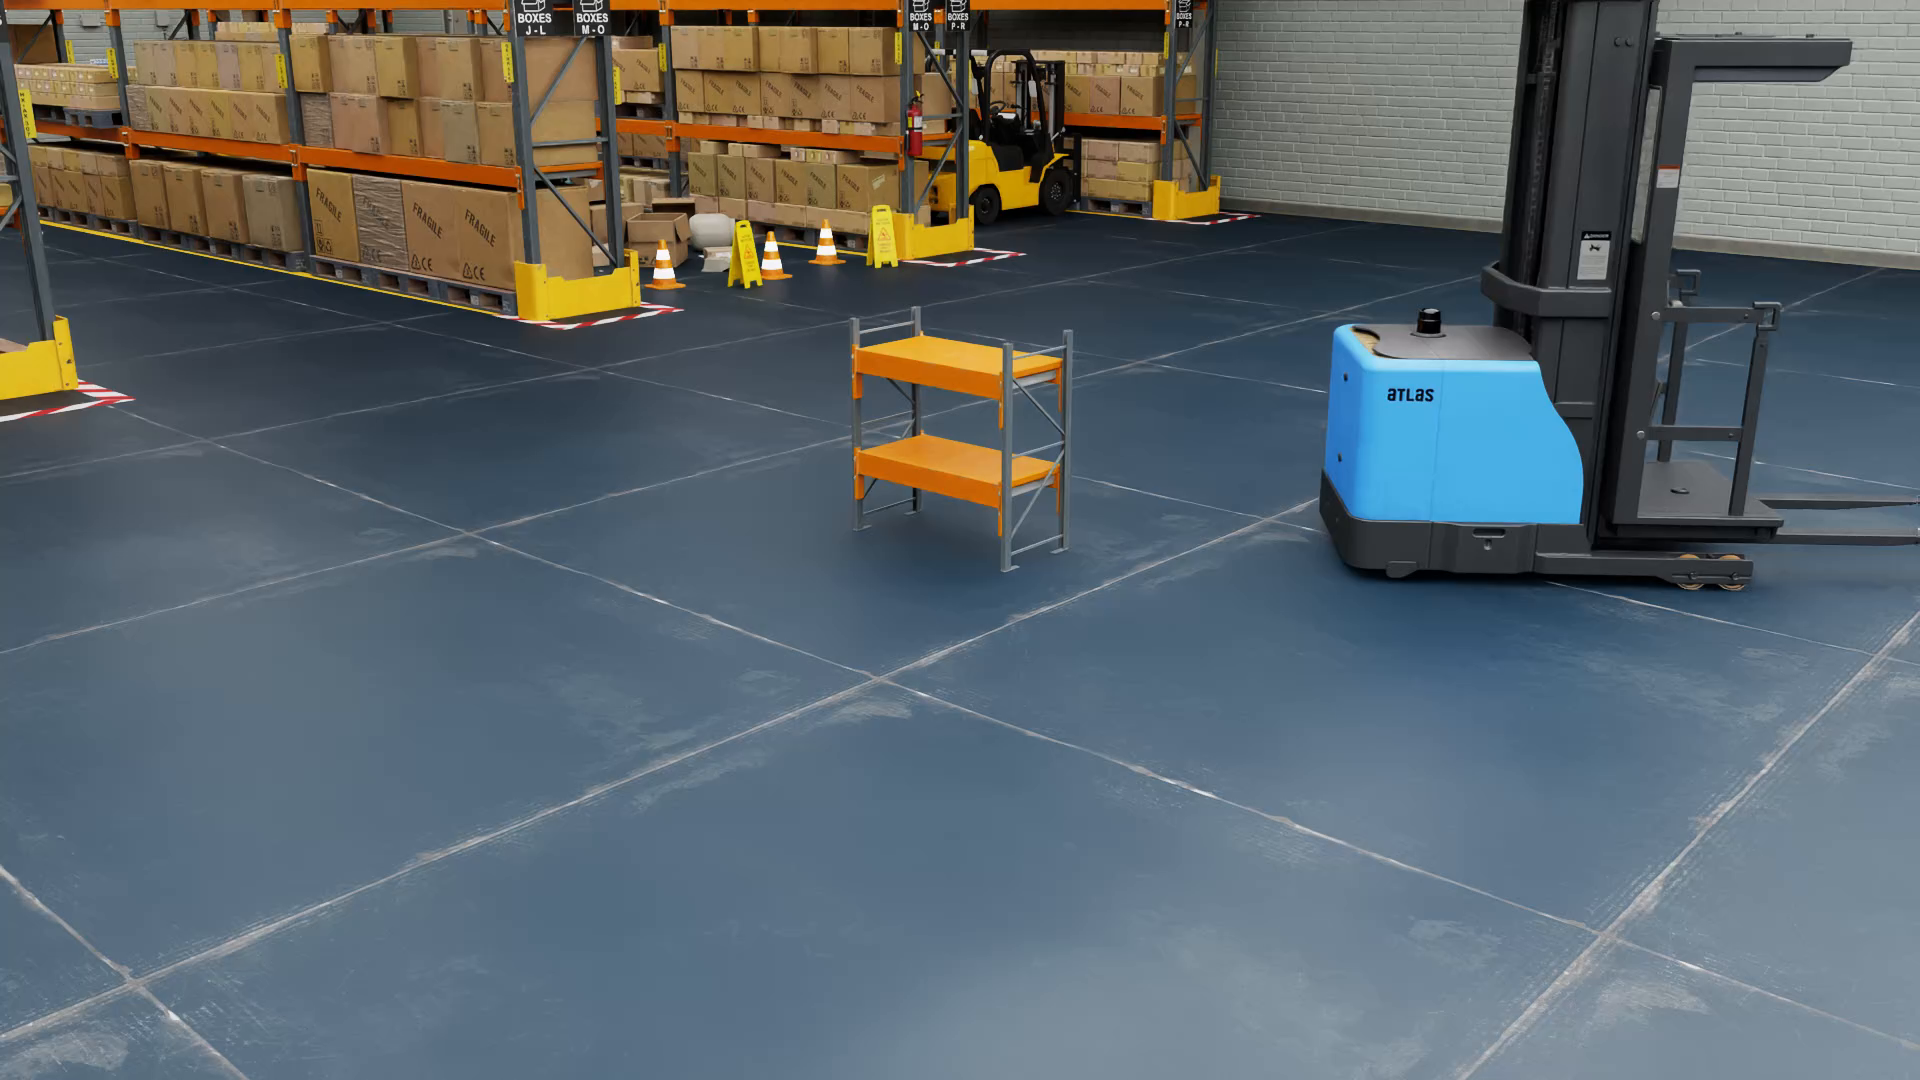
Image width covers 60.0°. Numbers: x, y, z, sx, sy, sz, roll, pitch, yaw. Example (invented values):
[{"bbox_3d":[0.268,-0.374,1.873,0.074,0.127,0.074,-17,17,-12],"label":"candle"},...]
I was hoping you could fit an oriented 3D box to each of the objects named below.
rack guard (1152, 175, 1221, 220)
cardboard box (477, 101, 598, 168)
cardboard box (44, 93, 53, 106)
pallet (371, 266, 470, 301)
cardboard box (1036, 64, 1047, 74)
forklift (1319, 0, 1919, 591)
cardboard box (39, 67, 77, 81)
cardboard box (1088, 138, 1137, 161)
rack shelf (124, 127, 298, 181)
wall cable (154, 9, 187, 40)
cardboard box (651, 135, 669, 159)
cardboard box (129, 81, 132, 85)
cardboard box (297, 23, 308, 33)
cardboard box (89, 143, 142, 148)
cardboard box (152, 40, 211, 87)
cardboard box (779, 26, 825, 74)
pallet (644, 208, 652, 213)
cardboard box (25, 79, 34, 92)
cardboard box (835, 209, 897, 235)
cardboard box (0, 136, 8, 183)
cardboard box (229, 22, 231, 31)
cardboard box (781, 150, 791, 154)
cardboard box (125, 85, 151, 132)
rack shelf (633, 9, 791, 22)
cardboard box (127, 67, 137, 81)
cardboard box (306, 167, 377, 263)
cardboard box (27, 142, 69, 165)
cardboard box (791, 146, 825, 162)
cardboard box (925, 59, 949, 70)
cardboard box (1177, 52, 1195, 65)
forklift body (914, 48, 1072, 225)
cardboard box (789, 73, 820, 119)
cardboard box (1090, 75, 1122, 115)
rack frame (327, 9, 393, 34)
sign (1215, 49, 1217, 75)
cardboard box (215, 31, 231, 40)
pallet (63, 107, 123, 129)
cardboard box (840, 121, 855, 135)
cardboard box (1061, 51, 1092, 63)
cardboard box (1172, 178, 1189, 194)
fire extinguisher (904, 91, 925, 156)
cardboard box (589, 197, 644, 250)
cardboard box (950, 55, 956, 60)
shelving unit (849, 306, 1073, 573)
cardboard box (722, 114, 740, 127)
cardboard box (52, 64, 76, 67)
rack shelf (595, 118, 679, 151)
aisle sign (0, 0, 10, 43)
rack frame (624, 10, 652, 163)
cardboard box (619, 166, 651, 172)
[{"bbox_3d":[3.037,-4.594,22.262,0.348,0.500,1.175,15,23,39],"label":"rack guard"},{"bbox_3d":[-3.791,-3.662,14.945,0.550,0.550,0.875,15,23,39],"label":"cardboard box"},{"bbox_3d":[-11.097,-5.467,20.600,0.250,0.149,0.380,16,24,41],"label":"cardboard box"},{"bbox_3d":[-5.041,-2.585,16.409,1.213,0.211,1.003,15,23,39],"label":"pallet"},{"bbox_3d":[1.234,-6.512,22.935,0.250,0.149,0.380,14,23,38],"label":"cardboard box"},{"bbox_3d":[3.397,-1.323,7.936,3.031,2.935,1.130,1,18,3],"label":"forklift"},{"bbox_3d":[-11.103,-5.752,20.514,0.250,0.149,0.380,17,24,42],"label":"cardboard box"},{"bbox_3d":[2.081,-5.280,22.488,0.500,0.250,0.500,16,23,40],"label":"cardboard box"},{"bbox_3d":[-7.971,-4.388,18.670,4.000,0.370,1.077,15,23,39],"label":"rack shelf"},{"bbox_3d":[-15.540,-9.814,32.896,0.122,1.984,0.588,15,23,39],"label":"wall cable"},{"bbox_3d":[-4.969,-6.855,28.690,0.500,0.500,0.500,14,22,38],"label":"cardboard box"},{"bbox_3d":[-10.101,-5.604,20.541,0.250,0.149,0.380,14,22,38],"label":"cardboard box"},{"bbox_3d":[-10.197,-8.076,26.210,0.250,0.149,0.380,15,23,39],"label":"cardboard box"},{"bbox_3d":[-10.953,-5.001,21.608,0.500,0.250,0.500,14,22,37],"label":"cardboard box"},{"bbox_3d":[-8.758,-5.463,19.050,0.500,0.500,0.700,15,23,38],"label":"cardboard box"},{"bbox_3d":[-1.623,-5.568,18.889,0.500,0.500,0.700,15,23,39],"label":"cardboard box"},{"bbox_3d":[-3.848,-4.297,21.802,1.213,0.211,1.003,15,23,39],"label":"pallet"},{"bbox_3d":[-11.485,-5.713,20.883,0.250,0.149,0.380,15,23,38],"label":"cardboard box"},{"bbox_3d":[-1.074,-3.663,19.045,0.500,0.250,0.500,15,23,39],"label":"cardboard box"},{"bbox_3d":[-7.244,-2.731,11.600,0.500,0.500,0.875,15,23,39],"label":"cardboard box"},{"bbox_3d":[-11.915,-8.542,27.679,0.250,0.149,0.380,16,23,41],"label":"cardboard box"},{"bbox_3d":[-2.263,-4.557,20.624,0.500,0.500,0.500,16,23,40],"label":"cardboard box"},{"bbox_3d":[-9.310,-5.029,19.335,0.500,0.500,0.500,15,23,40],"label":"cardboard box"},{"bbox_3d":[-4.461,-8.885,27.881,4.000,0.370,1.077,15,23,39],"label":"rack shelf"},{"bbox_3d":[-10.067,-5.737,20.468,0.250,0.149,0.380,15,23,39],"label":"cardboard box"},{"bbox_3d":[-6.051,-3.375,17.106,0.875,0.875,0.875,15,23,40],"label":"cardboard box"},{"bbox_3d":[-12.081,-5.094,21.902,0.500,0.250,0.500,14,22,37],"label":"cardboard box"},{"bbox_3d":[-1.747,-4.488,19.333,0.250,0.149,0.380,16,24,42],"label":"cardboard box"},{"bbox_3d":[-0.376,-6.969,24.374,0.250,0.149,0.380,16,24,41],"label":"cardboard box"},{"bbox_3d":[2.909,-6.405,22.105,0.250,0.149,0.380,14,23,38],"label":"cardboard box"},{"bbox_3d":[0.390,-5.354,21.926,1.214,2.155,2.313,15,23,39],"label":"forklift body"},{"bbox_3d":[-1.605,-5.106,19.084,0.500,0.500,0.500,15,23,39],"label":"cardboard box"},{"bbox_3d":[2.094,-5.984,22.343,0.500,0.500,0.500,16,24,41],"label":"cardboard box"},{"bbox_3d":[-9.248,-7.076,25.950,0.127,3.000,1.000,15,23,39],"label":"rack frame"},{"bbox_3d":[3.392,-6.365,22.148,0.005,0.325,0.100,15,23,39],"label":"sign"},{"bbox_3d":[-12.070,-8.243,27.807,0.500,0.500,0.500,14,23,38],"label":"cardboard box"},{"bbox_3d":[-10.071,-5.160,20.230,1.003,0.211,1.213,15,23,39],"label":"pallet"},{"bbox_3d":[-1.136,-4.656,18.739,0.250,0.149,0.380,15,23,38],"label":"cardboard box"},{"bbox_3d":[1.590,-6.547,22.553,0.250,0.149,0.380,16,23,40],"label":"cardboard box"},{"bbox_3d":[2.781,-4.823,22.701,0.500,0.250,0.500,15,23,39],"label":"cardboard box"},{"bbox_3d":[-0.493,-4.503,17.969,0.183,0.674,0.296,15,23,39],"label":"fire extinguisher"},{"bbox_3d":[-3.972,-3.507,18.607,0.503,0.637,0.797,15,23,39],"label":"cardboard box"},{"bbox_3d":[0.068,-6.961,23.858,0.250,0.149,0.380,16,23,40],"label":"cardboard box"},{"bbox_3d":[-0.005,-0.538,8.446,1.048,1.125,0.538,15,23,39],"label":"shelving unit"},{"bbox_3d":[-2.638,-5.071,20.048,0.250,0.149,0.380,16,24,41],"label":"cardboard box"},{"bbox_3d":[-11.635,-6.157,21.792,0.250,0.149,0.380,14,22,38],"label":"cardboard box"},{"bbox_3d":[-4.761,-5.529,22.263,4.000,0.370,1.077,15,23,39],"label":"rack shelf"},{"bbox_3d":[-6.606,-3.719,11.074,0.004,0.787,0.394,15,23,39],"label":"aisle sign"},{"bbox_3d":[-5.957,-8.200,29.491,0.127,3.000,1.000,15,23,39],"label":"rack frame"},{"bbox_3d":[-4.720,-4.805,22.444,0.625,0.372,0.950,16,24,41],"label":"cardboard box"}]
